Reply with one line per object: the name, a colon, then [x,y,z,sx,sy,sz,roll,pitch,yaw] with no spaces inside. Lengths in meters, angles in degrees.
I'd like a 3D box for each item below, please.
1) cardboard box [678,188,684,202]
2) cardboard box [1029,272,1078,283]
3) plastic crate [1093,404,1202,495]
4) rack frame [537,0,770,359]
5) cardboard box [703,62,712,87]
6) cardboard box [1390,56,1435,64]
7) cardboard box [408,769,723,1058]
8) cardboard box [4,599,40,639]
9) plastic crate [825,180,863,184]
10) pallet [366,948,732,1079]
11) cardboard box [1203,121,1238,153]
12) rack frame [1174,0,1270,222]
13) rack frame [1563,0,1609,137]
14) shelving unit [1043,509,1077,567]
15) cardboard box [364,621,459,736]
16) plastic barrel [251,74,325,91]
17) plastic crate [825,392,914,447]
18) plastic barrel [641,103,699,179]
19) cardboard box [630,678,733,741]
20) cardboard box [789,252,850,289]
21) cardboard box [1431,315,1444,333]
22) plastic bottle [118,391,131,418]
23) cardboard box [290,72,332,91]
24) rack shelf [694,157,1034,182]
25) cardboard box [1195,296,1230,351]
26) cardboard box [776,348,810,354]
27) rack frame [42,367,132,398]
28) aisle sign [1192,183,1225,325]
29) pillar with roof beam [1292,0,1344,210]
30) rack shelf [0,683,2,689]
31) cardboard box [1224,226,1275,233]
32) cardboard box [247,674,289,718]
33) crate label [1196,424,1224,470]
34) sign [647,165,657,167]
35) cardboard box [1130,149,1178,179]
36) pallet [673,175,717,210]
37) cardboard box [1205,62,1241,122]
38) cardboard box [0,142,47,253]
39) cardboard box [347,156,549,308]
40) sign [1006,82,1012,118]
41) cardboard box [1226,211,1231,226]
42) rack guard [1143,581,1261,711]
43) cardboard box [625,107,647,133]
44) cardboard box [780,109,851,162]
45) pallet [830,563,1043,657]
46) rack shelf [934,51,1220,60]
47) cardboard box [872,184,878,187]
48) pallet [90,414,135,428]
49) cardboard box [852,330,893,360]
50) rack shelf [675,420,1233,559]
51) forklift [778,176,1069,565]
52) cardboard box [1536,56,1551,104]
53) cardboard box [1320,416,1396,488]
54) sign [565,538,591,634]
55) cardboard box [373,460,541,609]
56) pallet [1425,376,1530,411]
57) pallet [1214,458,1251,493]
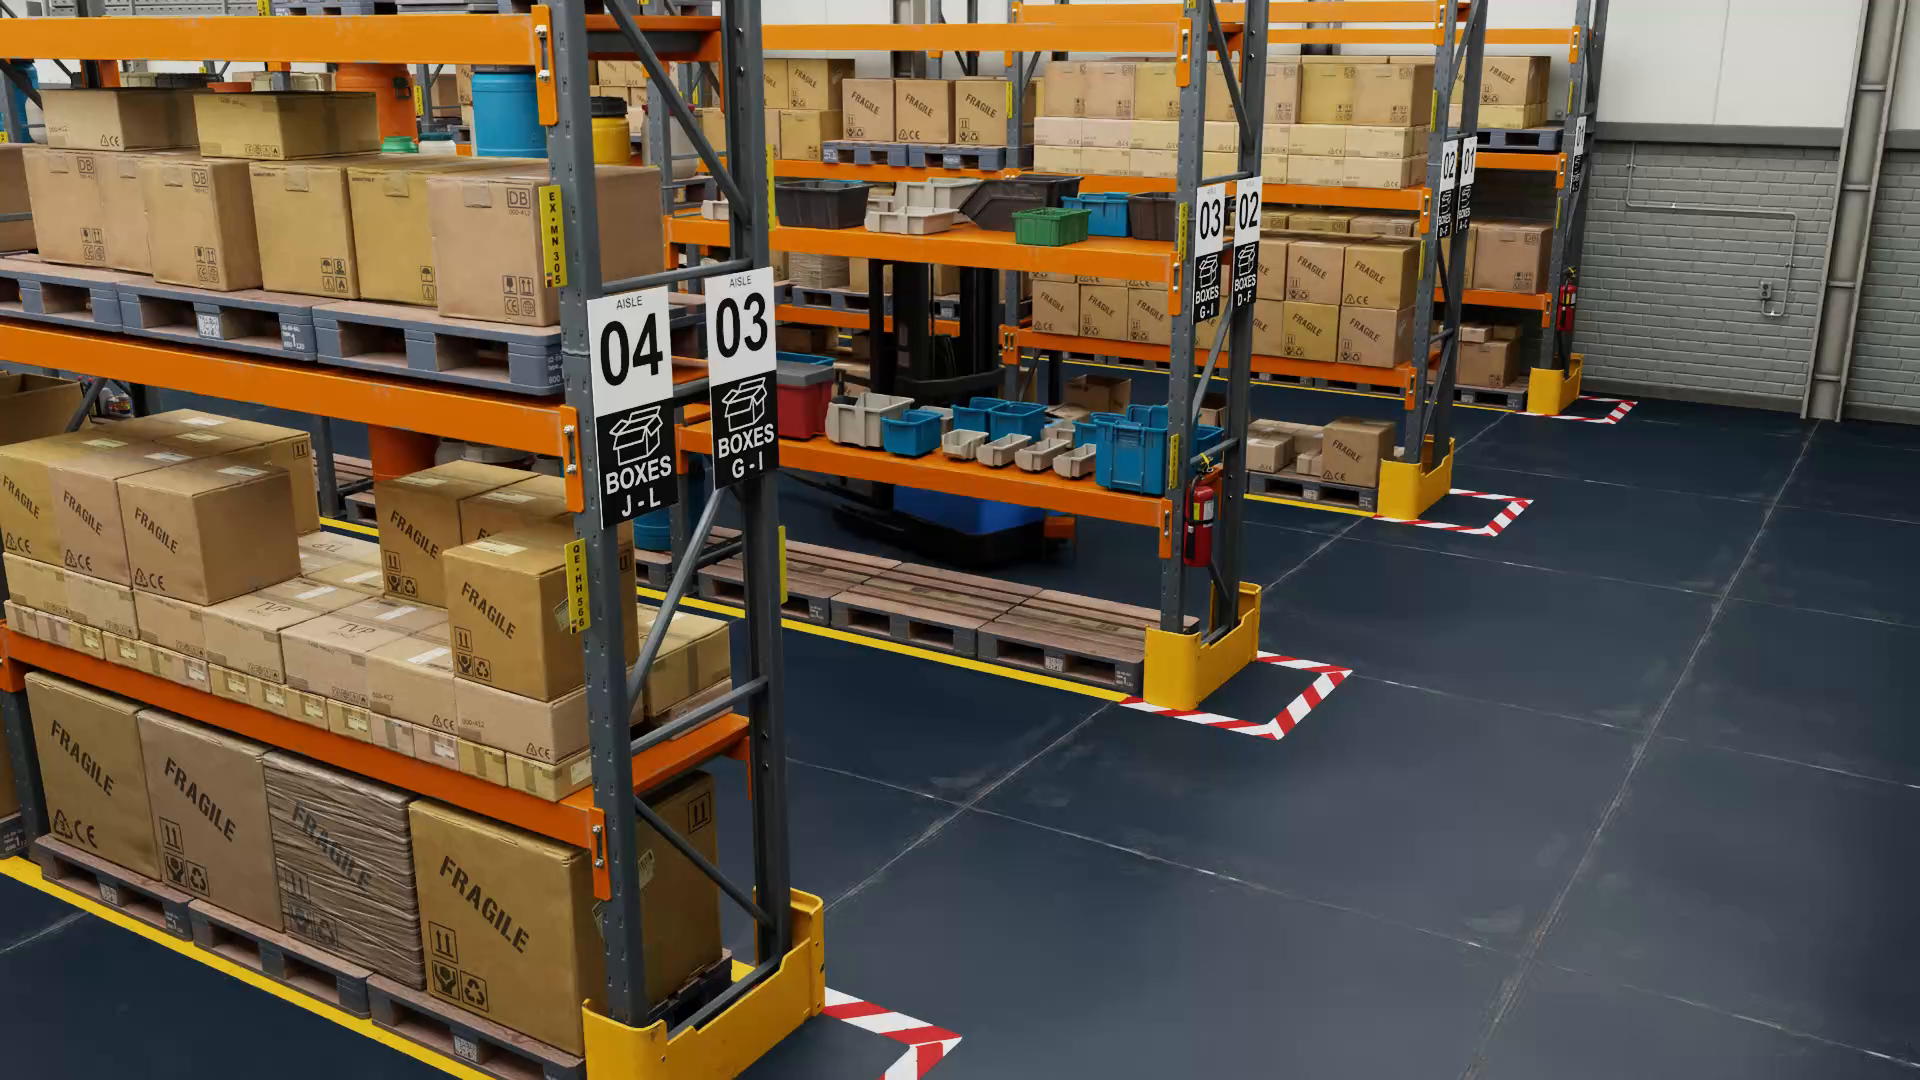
cardboard box: [-4.045,-5.101,24.448,0.500,0.500,0.500,10,20,30]
cardboard box: [1.001,-2.750,15.882,0.500,0.500,0.500,11,20,31]
plastic crate: [1.177,-0.581,10.468,0.499,0.435,0.616,10,20,30]
rack frame: [-1.032,-2.174,5.557,0.127,3.000,1.000,10,20,30]
cardboard box: [-3.749,-6.926,24.433,0.500,0.500,0.500,11,20,31]
cardboard box: [5.109,-5.155,18.604,0.500,0.500,0.500,9,19,28]
cardboard box: [-1.619,1.434,6.932,0.875,0.875,0.875,10,20,30]
cardboard box: [-4.363,0.335,8.049,0.250,0.149,0.380,10,20,30]
plastic crate: [-0.906,-2.435,11.863,0.300,0.233,0.416,10,20,30]
pallet: [-1.754,1.928,7.171,1.213,0.211,1.003,10,20,30]
cardboard box: [2.304,-3.602,14.815,0.500,0.250,0.500,10,20,30]
rack frame: [1.560,-3.401,9.595,0.127,3.000,1.000,10,20,30]
rack frame: [6.745,-5.855,17.673,0.127,3.000,1.000,10,20,30]
shelving unit: [0.795,-0.324,13.140,0.252,1.050,0.215,2,17,6]
cardboard box: [-2.016,0.540,6.688,0.500,0.250,0.500,10,19,29]
plastic barrel: [-5.843,-3.601,14.552,0.600,0.901,0.600,0,17,0]
plastic crate: [-0.644,-0.833,11.564,0.530,0.282,0.437,10,20,30]
plastic barrel: [-2.166,-2.982,12.421,0.433,0.535,0.433,0,17,0]
cardboard box: [-1.162,0.681,6.912,0.250,0.149,0.380,10,20,31]
cardboard box: [-1.387,-2.968,17.597,0.500,0.500,0.700,15,22,40]
cardboard box: [5.662,-2.527,19.501,0.250,0.149,0.380,10,20,31]
plastic bottle: [-8.708,-1.418,17.326,0.097,0.271,0.097,0,17,0]
cardboard box: [-8.206,-5.621,20.929,0.500,0.500,0.500,10,20,30]
rack shelf: [-0.957,-3.760,17.177,4.000,0.370,1.077,10,20,30]
cardboard box: [2.336,-2.037,15.255,0.500,0.500,0.500,10,19,29]
cardboard box: [-1.742,-1.904,18.532,0.500,0.500,0.500,11,20,32]
rack frame: [-8.666,-2.356,16.476,0.127,3.000,1.000,10,20,30]
aisle sign: [1.468,-1.691,9.814,0.004,0.787,0.394,10,20,30]
pillar with roof beam: [2.132,-5.505,16.520,0.400,9.000,9.100,10,20,30]
rack shelf: [-6.145,0.128,9.538,4.000,0.370,1.077,10,20,30]
cardboard box: [2.609,-2.648,15.545,0.500,0.500,0.500,10,20,30]
cardboard box: [-2.810,0.611,7.141,0.250,0.149,0.380,11,20,31]
crate label: [1.522,-0.598,10.875,0.303,0.233,0.416,10,20,30]
sign: [-2.138,-2.443,11.585,0.005,0.325,0.100,10,20,30]
cardboard box: [1.881,-3.440,15.142,0.500,0.250,0.500,10,20,30]
pallet: [-2.568,-2.579,12.374,1.003,0.211,1.213,10,20,30]
cardboard box: [2.468,-4.038,14.961,0.500,0.500,0.700,10,20,30]
cardboard box: [-4.940,-1.682,8.202,0.500,0.500,0.700,11,20,31]
cardboard box: [-1.920,-1.217,6.499,0.500,0.500,0.700,9,19,28]
sign: [0.460,-4.098,15.484,0.005,0.325,0.100,10,20,30]
cardboard box: [3.076,-3.925,20.923,0.500,0.500,0.500,9,19,28]
rack guard: [1.587,0.666,10.829,0.348,0.500,1.175,10,20,30]
cardboard box: [-3.534,-4.668,18.464,0.500,0.250,0.500,11,20,32]
cardboard box: [-1.395,-4.242,17.352,0.500,0.500,0.910,10,20,30]
pallet: [-0.158,0.483,11.929,1.213,0.211,1.003,10,20,30]
rack shelf: [1.632,-6.232,20.840,4.000,0.370,1.077,10,20,30]
cardboard box: [-1.551,-4.712,23.305,0.500,0.500,0.700,10,20,30]
pallet: [-9.216,-1.134,17.252,1.213,0.211,1.003,10,20,30]
cardboard box: [-0.818,-2.101,17.890,0.500,0.250,0.500,10,19,29]
rack shelf: [-0.144,-0.491,11.573,4.000,0.370,1.077,10,20,30]
forklift: [-0.445,-1.563,13.983,1.130,2.935,3.031,-14,22,-38]
cardboard box: [6.249,-5.126,18.508,0.500,0.500,0.500,9,19,28]
cardboard box: [3.563,-0.793,14.875,0.500,0.500,0.500,10,20,30]
sign: [-1.328,0.161,5.790,0.005,0.325,0.100,10,20,30]
cardboard box: [-2.171,-0.027,7.264,0.500,0.500,0.500,10,19,29]
pallet: [6.022,-1.752,19.286,1.213,0.211,1.003,10,20,30]
pallet: [2.375,-0.741,15.957,1.213,0.211,1.003,10,20,30]
